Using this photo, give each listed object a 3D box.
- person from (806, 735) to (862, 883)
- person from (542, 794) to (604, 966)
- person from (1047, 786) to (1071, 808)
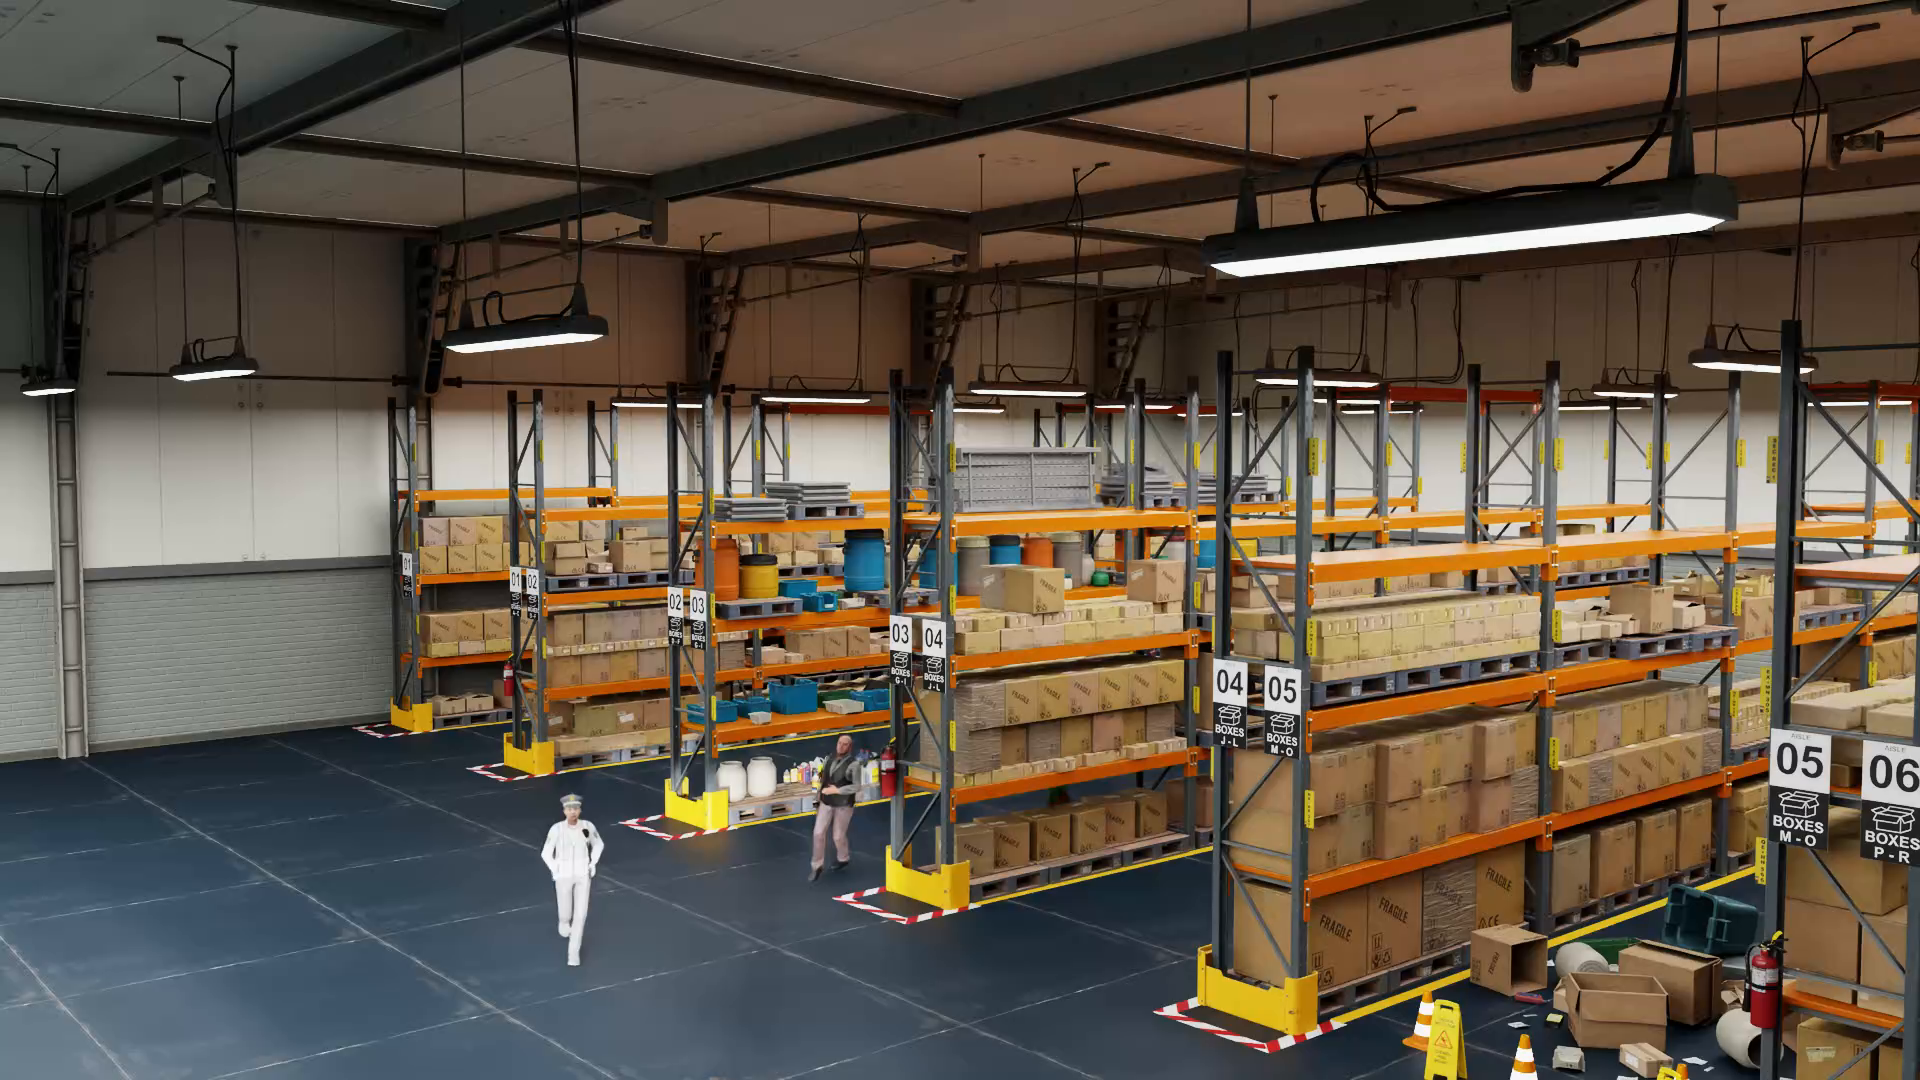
[{"bbox_3d":[-1.407,3.175,19.712,0.641,1.756,0.714,2,4,25],"label":"person"},{"bbox_3d":[-3.873,3.360,16.685,0.615,1.663,0.728,-1,3,-17],"label":"person"},{"bbox_3d":[1.290,2.959,22.161,0.654,1.834,0.855,3,5,44],"label":"person"}]
